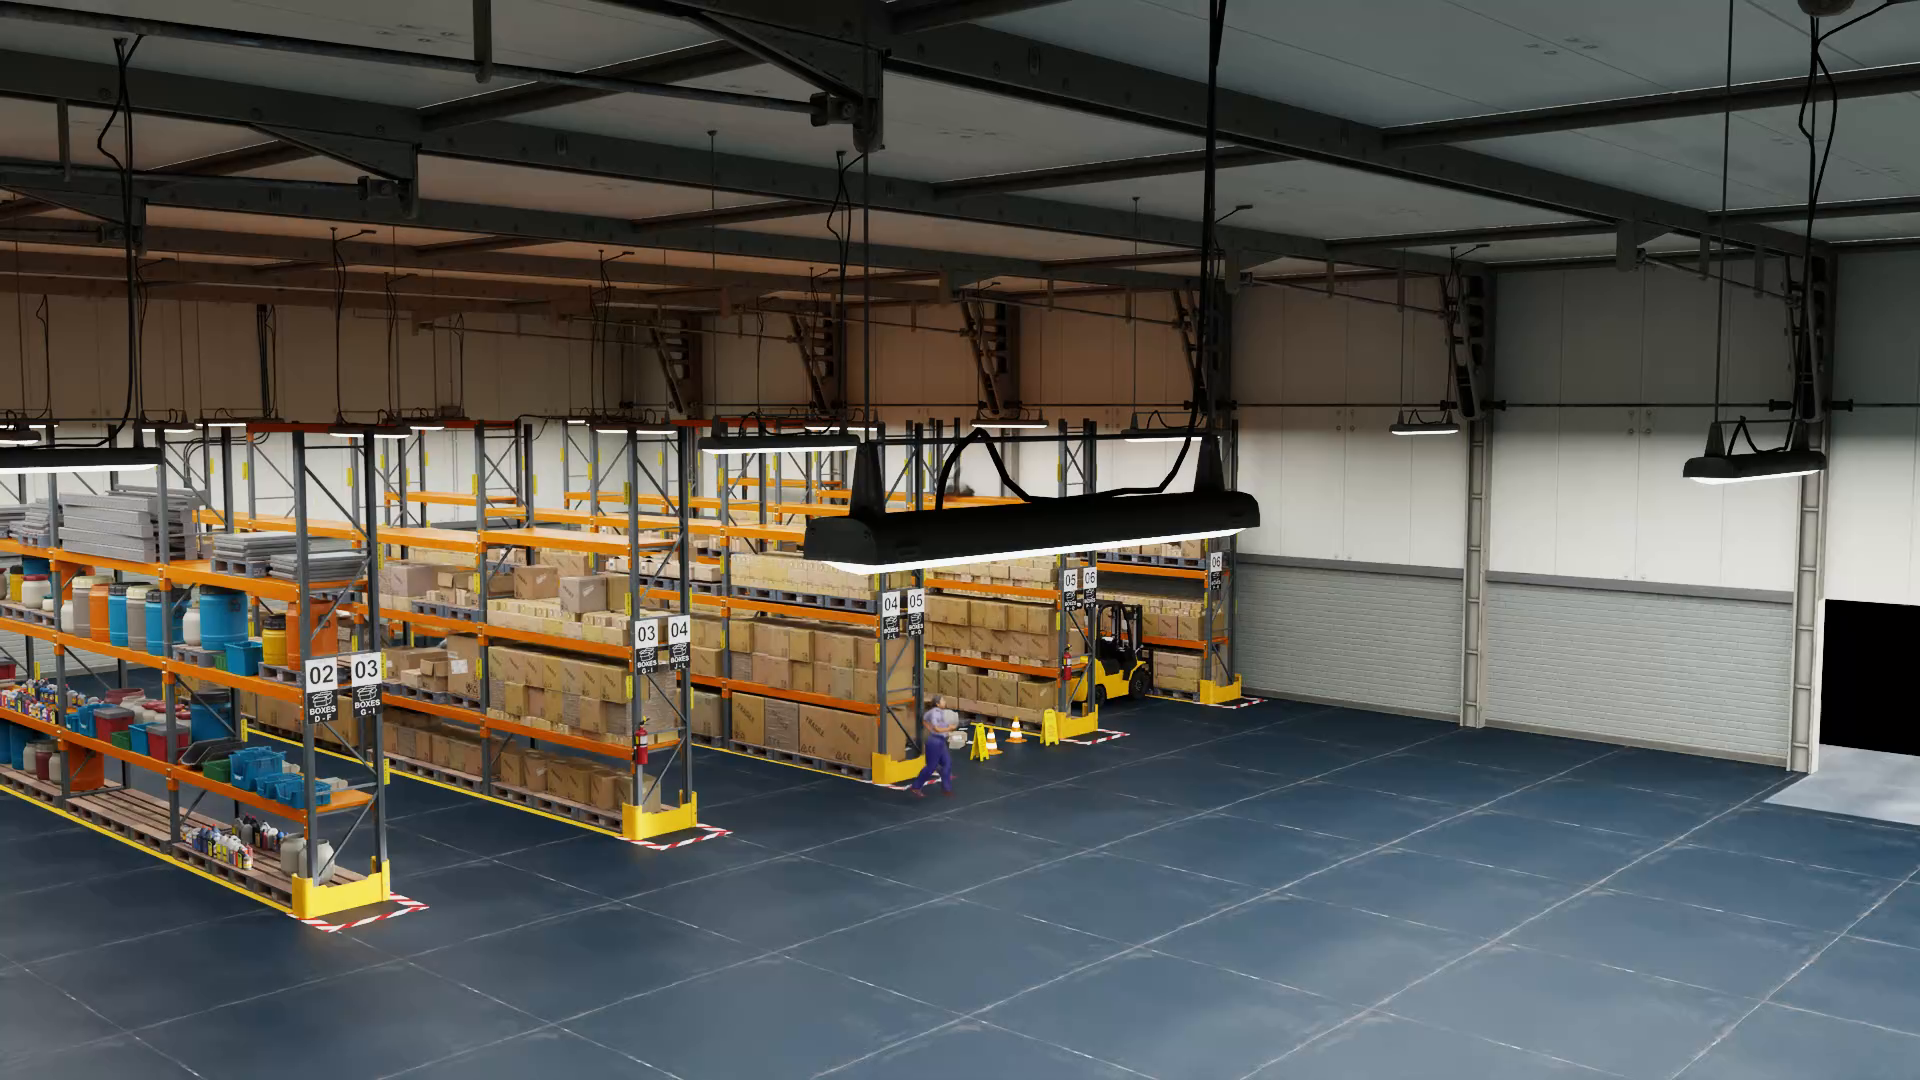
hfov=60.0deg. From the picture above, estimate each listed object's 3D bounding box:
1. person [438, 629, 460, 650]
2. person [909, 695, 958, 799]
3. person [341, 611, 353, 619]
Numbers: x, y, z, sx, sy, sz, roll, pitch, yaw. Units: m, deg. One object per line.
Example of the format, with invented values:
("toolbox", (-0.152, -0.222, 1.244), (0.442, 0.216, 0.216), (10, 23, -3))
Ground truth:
("person", (-10.331, 2.623, 34.150), (0.901, 1.810, 0.655), (4, 6, 40))
("person", (-0.422, 3.339, 26.725), (0.778, 1.702, 0.608), (0, 5, 0))
("person", (-13.803, 2.446, 37.295), (0.699, 1.718, 0.583), (-2, 5, -20))
